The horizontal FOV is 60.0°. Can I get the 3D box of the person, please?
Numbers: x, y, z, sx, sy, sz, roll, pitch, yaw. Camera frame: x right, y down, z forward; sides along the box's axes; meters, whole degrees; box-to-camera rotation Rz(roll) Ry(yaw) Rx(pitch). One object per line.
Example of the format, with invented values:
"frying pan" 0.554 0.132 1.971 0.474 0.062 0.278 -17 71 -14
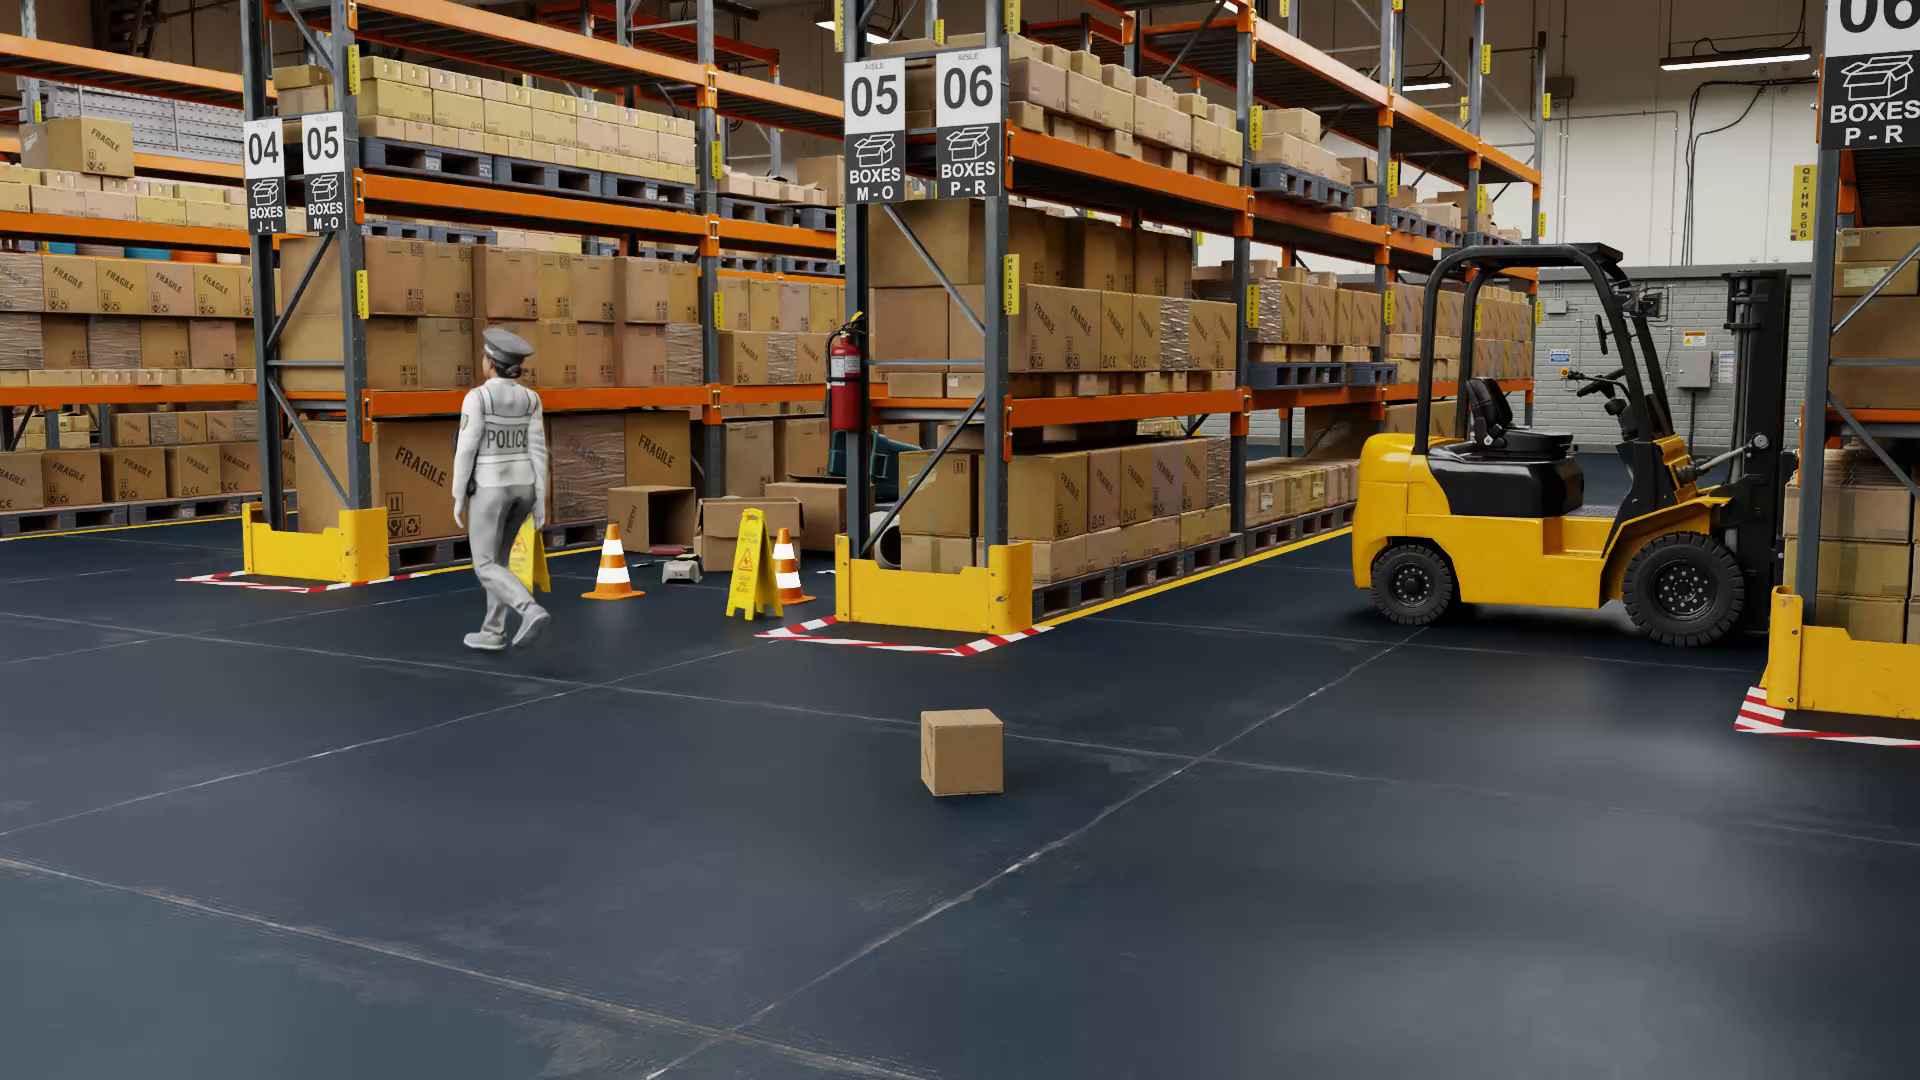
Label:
"person" -2.310 -0.240 8.398 0.837 1.659 0.488 5 8 39
